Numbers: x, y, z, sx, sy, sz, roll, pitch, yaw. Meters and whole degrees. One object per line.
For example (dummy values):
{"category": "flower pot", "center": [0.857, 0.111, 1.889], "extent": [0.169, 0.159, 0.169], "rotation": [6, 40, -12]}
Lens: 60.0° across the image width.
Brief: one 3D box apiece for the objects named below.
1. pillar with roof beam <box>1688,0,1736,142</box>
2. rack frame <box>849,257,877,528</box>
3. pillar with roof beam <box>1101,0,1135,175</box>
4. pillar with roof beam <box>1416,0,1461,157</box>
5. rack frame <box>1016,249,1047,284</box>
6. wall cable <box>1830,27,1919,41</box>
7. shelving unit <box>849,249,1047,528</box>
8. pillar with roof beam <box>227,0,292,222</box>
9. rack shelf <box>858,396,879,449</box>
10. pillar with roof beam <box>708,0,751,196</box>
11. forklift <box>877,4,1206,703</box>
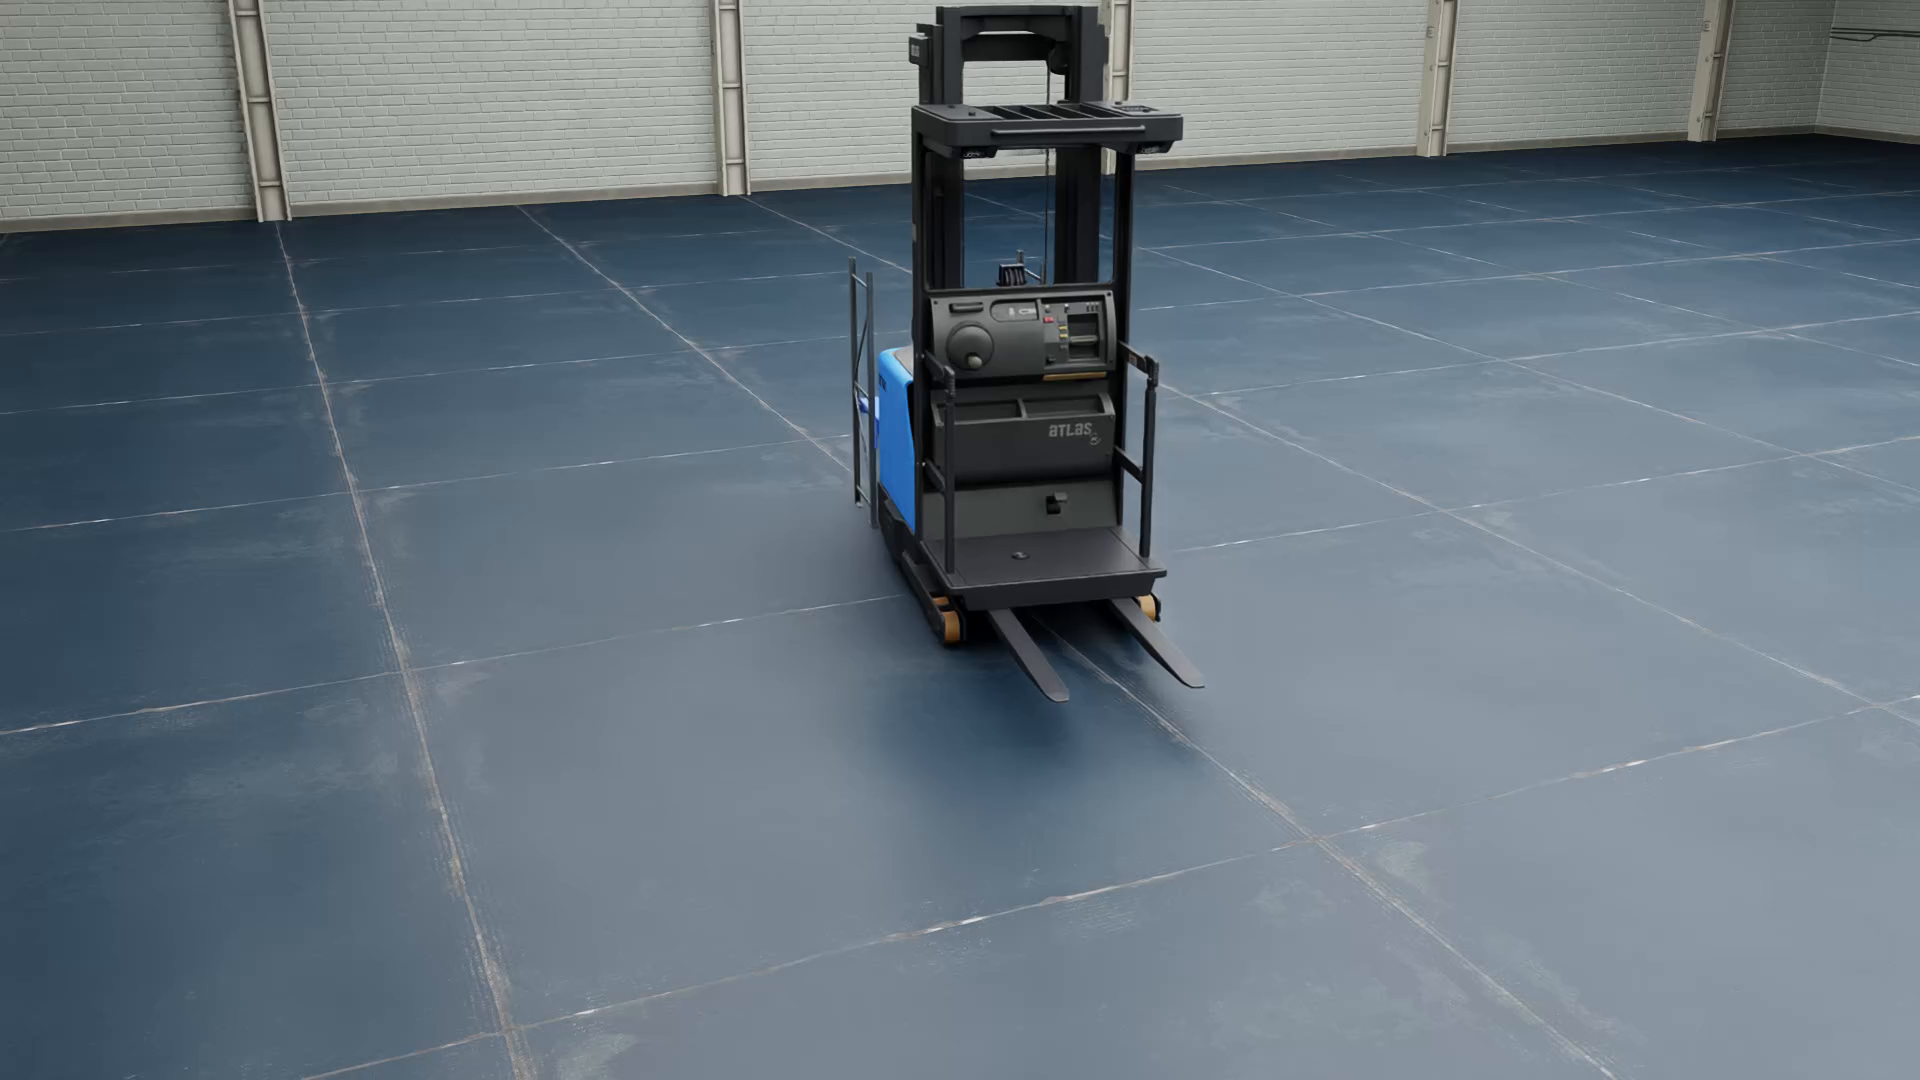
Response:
{"category": "pillar with roof beam", "center": [15.073, -10.144, 24.783], "extent": [0.400, 9.000, 9.100], "rotation": [-8, 21, -22]}
{"category": "rack frame", "center": [-0.566, -0.860, 9.708], "extent": [0.032, 1.500, 0.500], "rotation": [-5, 20, -15]}
{"category": "pillar with roof beam", "center": [4.055, -8.566, 20.300], "extent": [0.400, 9.000, 9.100], "rotation": [-8, 21, -22]}
{"category": "pillar with roof beam", "center": [9.564, -9.355, 22.541], "extent": [0.400, 9.000, 9.100], "rotation": [-8, 21, -22]}
{"category": "rack frame", "center": [0.414, -0.951, 9.963], "extent": [0.032, 1.500, 0.500], "rotation": [-5, 20, -15]}
{"category": "wall cable", "center": [16.597, -9.977, 28.983], "extent": [0.112, 2.526, 3.097], "rotation": [-8, 21, -22]}
{"category": "shelving unit", "center": [-0.076, -0.906, 9.835], "extent": [1.048, 1.500, 0.538], "rotation": [-5, 20, -15]}
{"category": "pillar with roof beam", "center": [-6.964, -6.987, 15.816], "extent": [0.400, 9.000, 9.100], "rotation": [-8, 21, -22]}
{"category": "rack shelf", "center": [-0.076, -0.736, 9.895], "extent": [1.000, 0.185, 0.538], "rotation": [-5, 20, -15]}
{"category": "pillar with roof beam", "center": [-1.455, -7.776, 18.058], "extent": [0.400, 9.000, 9.100], "rotation": [-8, 21, -22]}
{"category": "forklift", "center": [0.368, -1.012, 7.983], "extent": [1.130, 2.935, 3.031], "rotation": [-5, 20, -13]}
